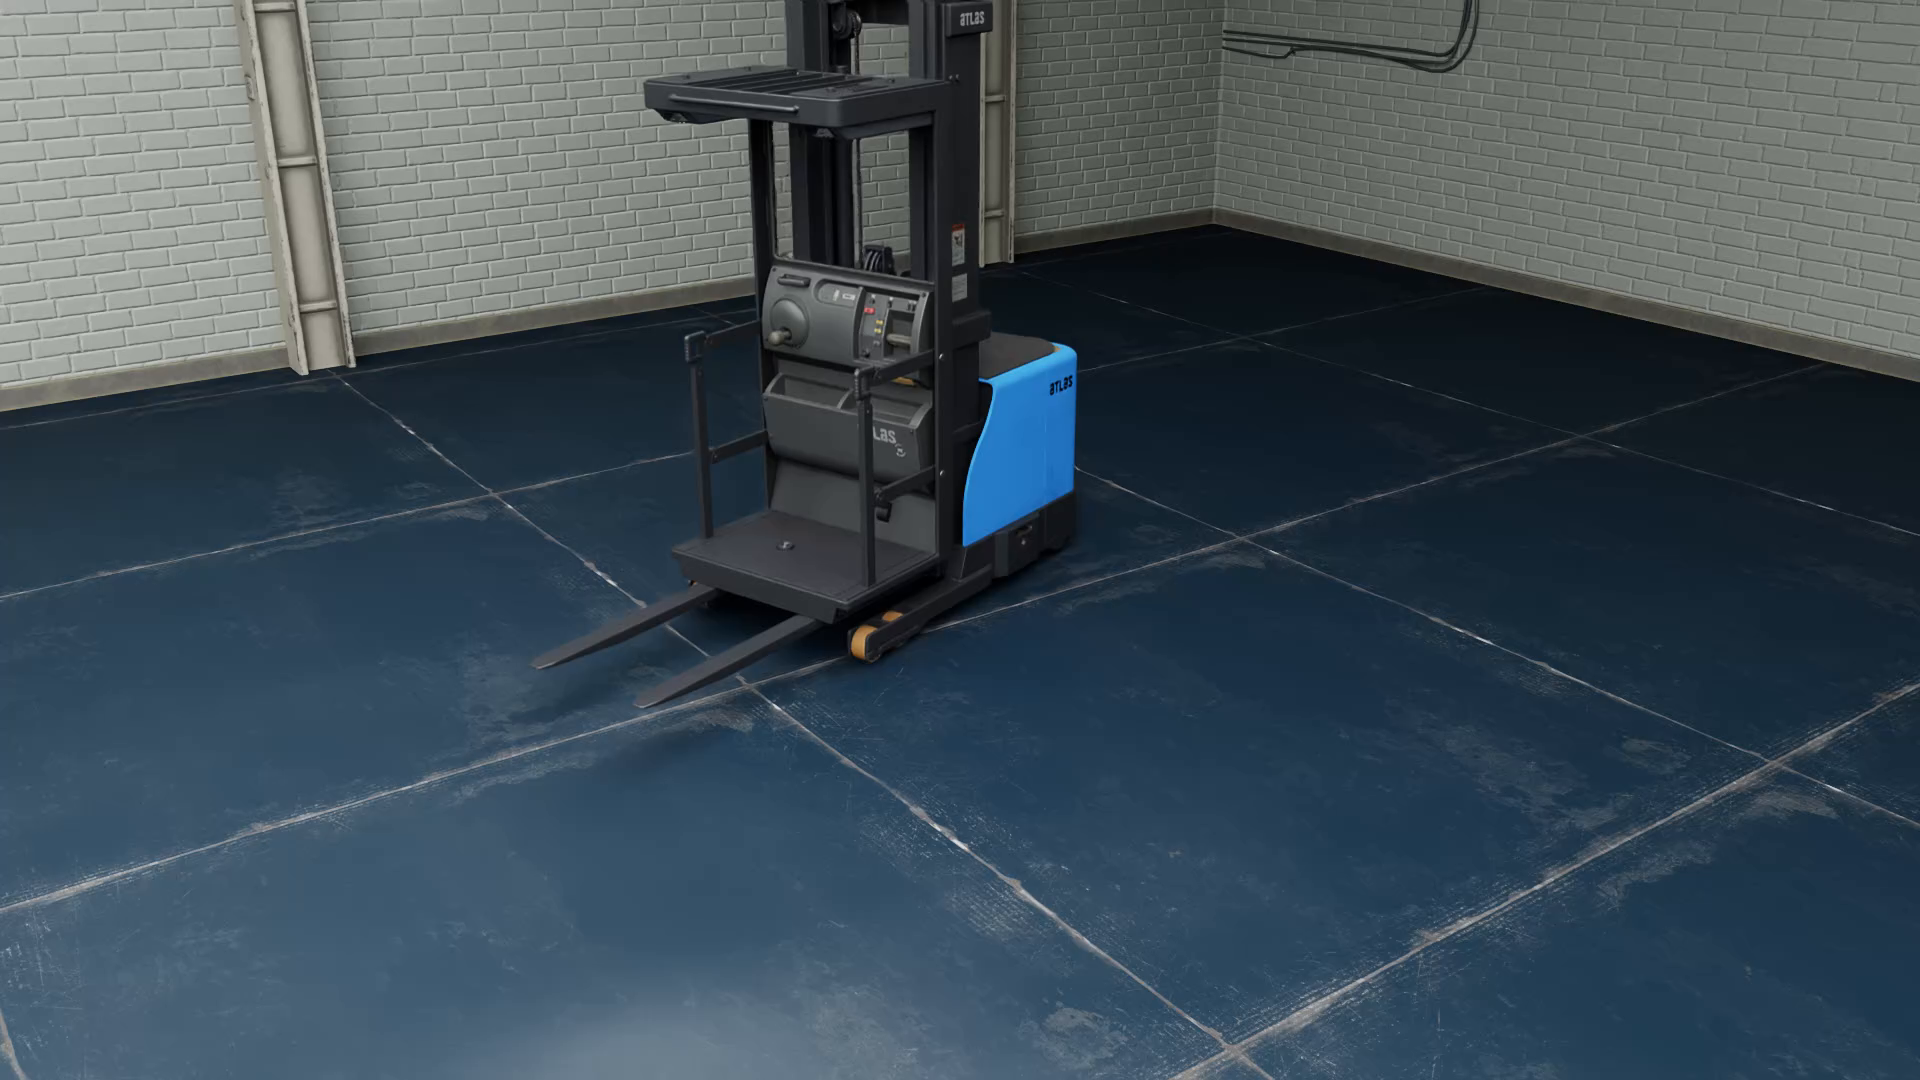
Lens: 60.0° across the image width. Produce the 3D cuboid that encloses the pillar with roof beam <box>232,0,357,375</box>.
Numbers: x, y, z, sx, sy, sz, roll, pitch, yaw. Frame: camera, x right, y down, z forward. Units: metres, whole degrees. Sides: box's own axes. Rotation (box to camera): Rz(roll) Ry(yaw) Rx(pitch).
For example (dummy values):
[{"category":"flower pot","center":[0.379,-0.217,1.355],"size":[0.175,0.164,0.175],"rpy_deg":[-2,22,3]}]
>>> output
[{"category":"pillar with roof beam","center":[-2.105,-4.146,7.144],"size":[0.400,9.000,9.100],"rpy_deg":[-15,26,-33]}]

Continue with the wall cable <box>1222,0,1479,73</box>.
[{"category":"wall cable","center":[3.415,-5.537,14.820],"size":[0.112,2.526,3.097],"rpy_deg":[-15,26,-33]}]

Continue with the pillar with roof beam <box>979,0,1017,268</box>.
[{"category":"pillar with roof beam","center":[2.765,-5.444,10.398],"size":[0.400,9.000,9.100],"rpy_deg":[-15,26,-33]}]

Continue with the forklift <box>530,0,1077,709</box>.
[{"category":"forklift","center":[-0.654,-1.012,7.478],"size":[1.130,2.935,3.031],"rpy_deg":[15,26,33]}]
